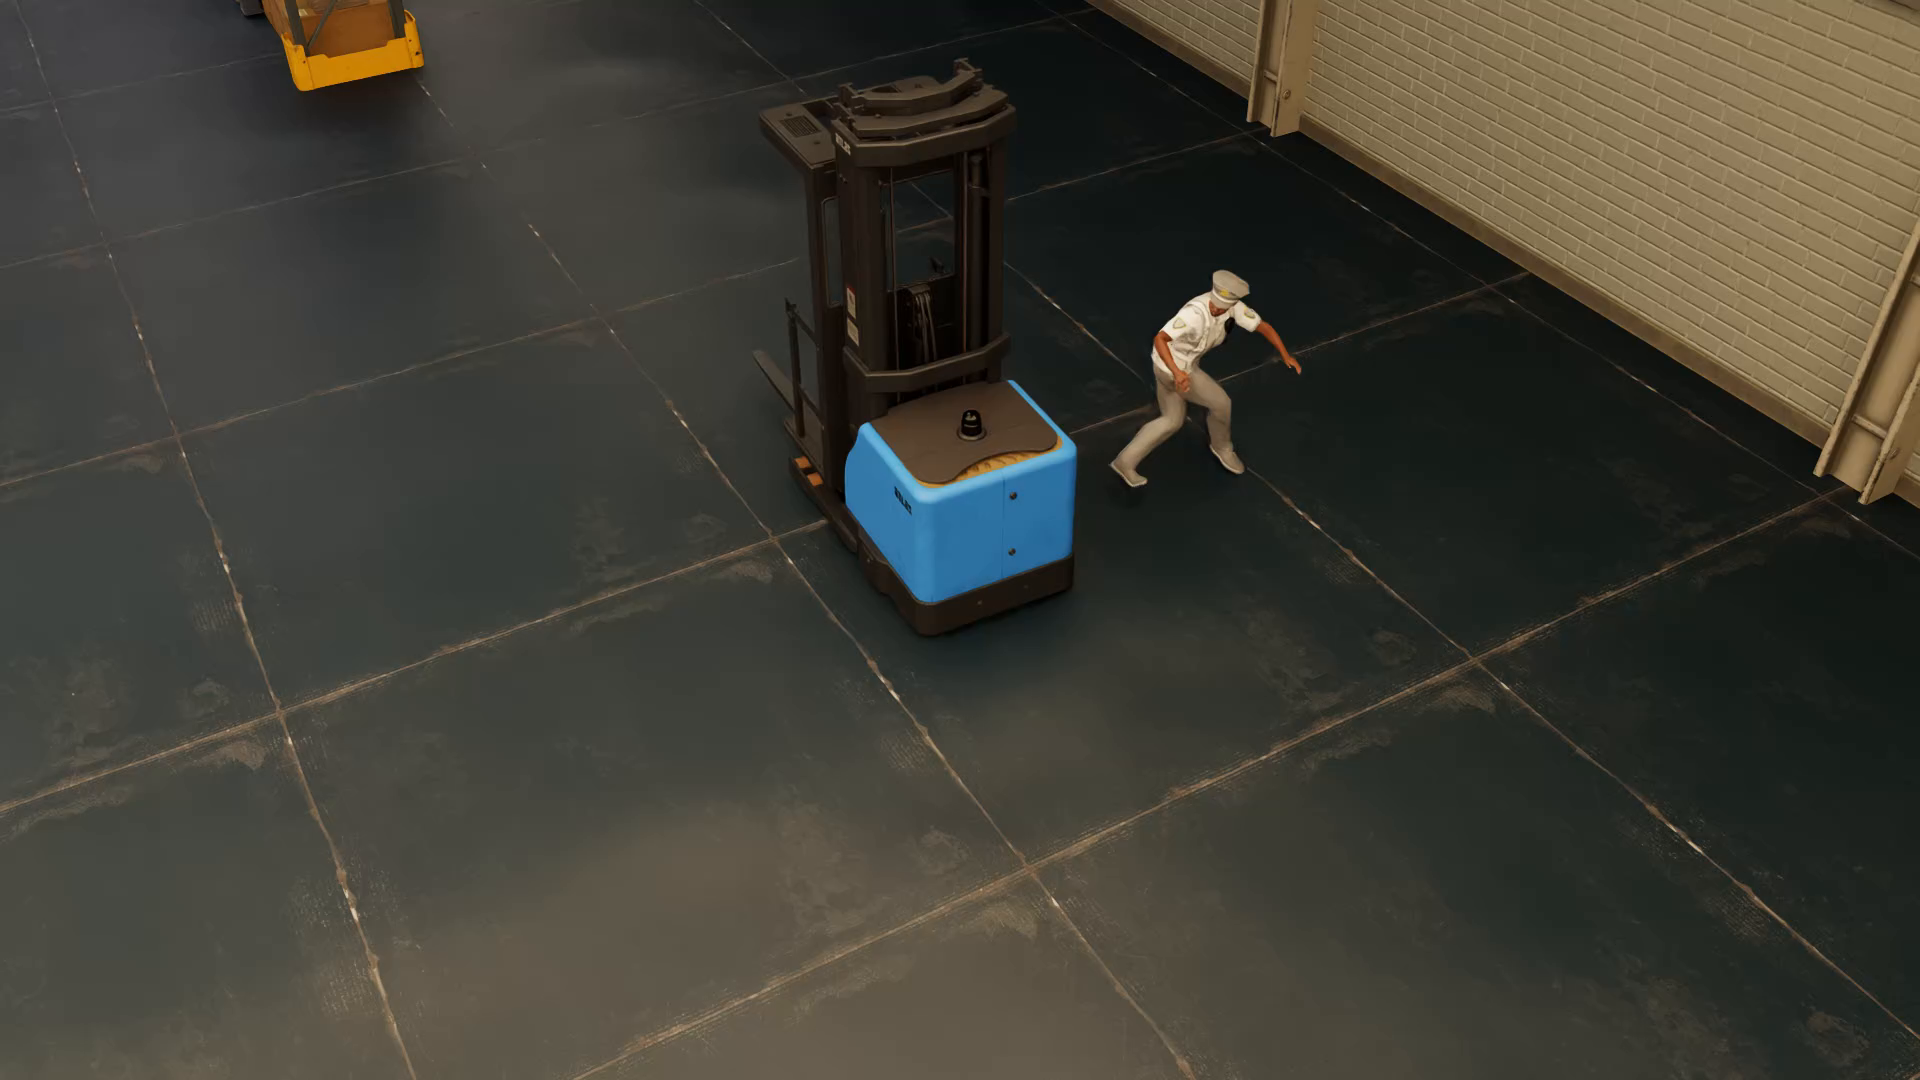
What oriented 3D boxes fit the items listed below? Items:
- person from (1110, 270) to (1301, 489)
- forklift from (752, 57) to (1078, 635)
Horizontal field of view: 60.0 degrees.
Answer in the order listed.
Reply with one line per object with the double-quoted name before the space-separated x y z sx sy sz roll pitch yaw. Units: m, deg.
"person" 1.545 -0.938 10.321 1.039 1.464 0.856 14 42 17
"forklift" -0.450 -1.512 9.859 1.130 2.935 3.031 -18 43 -21
